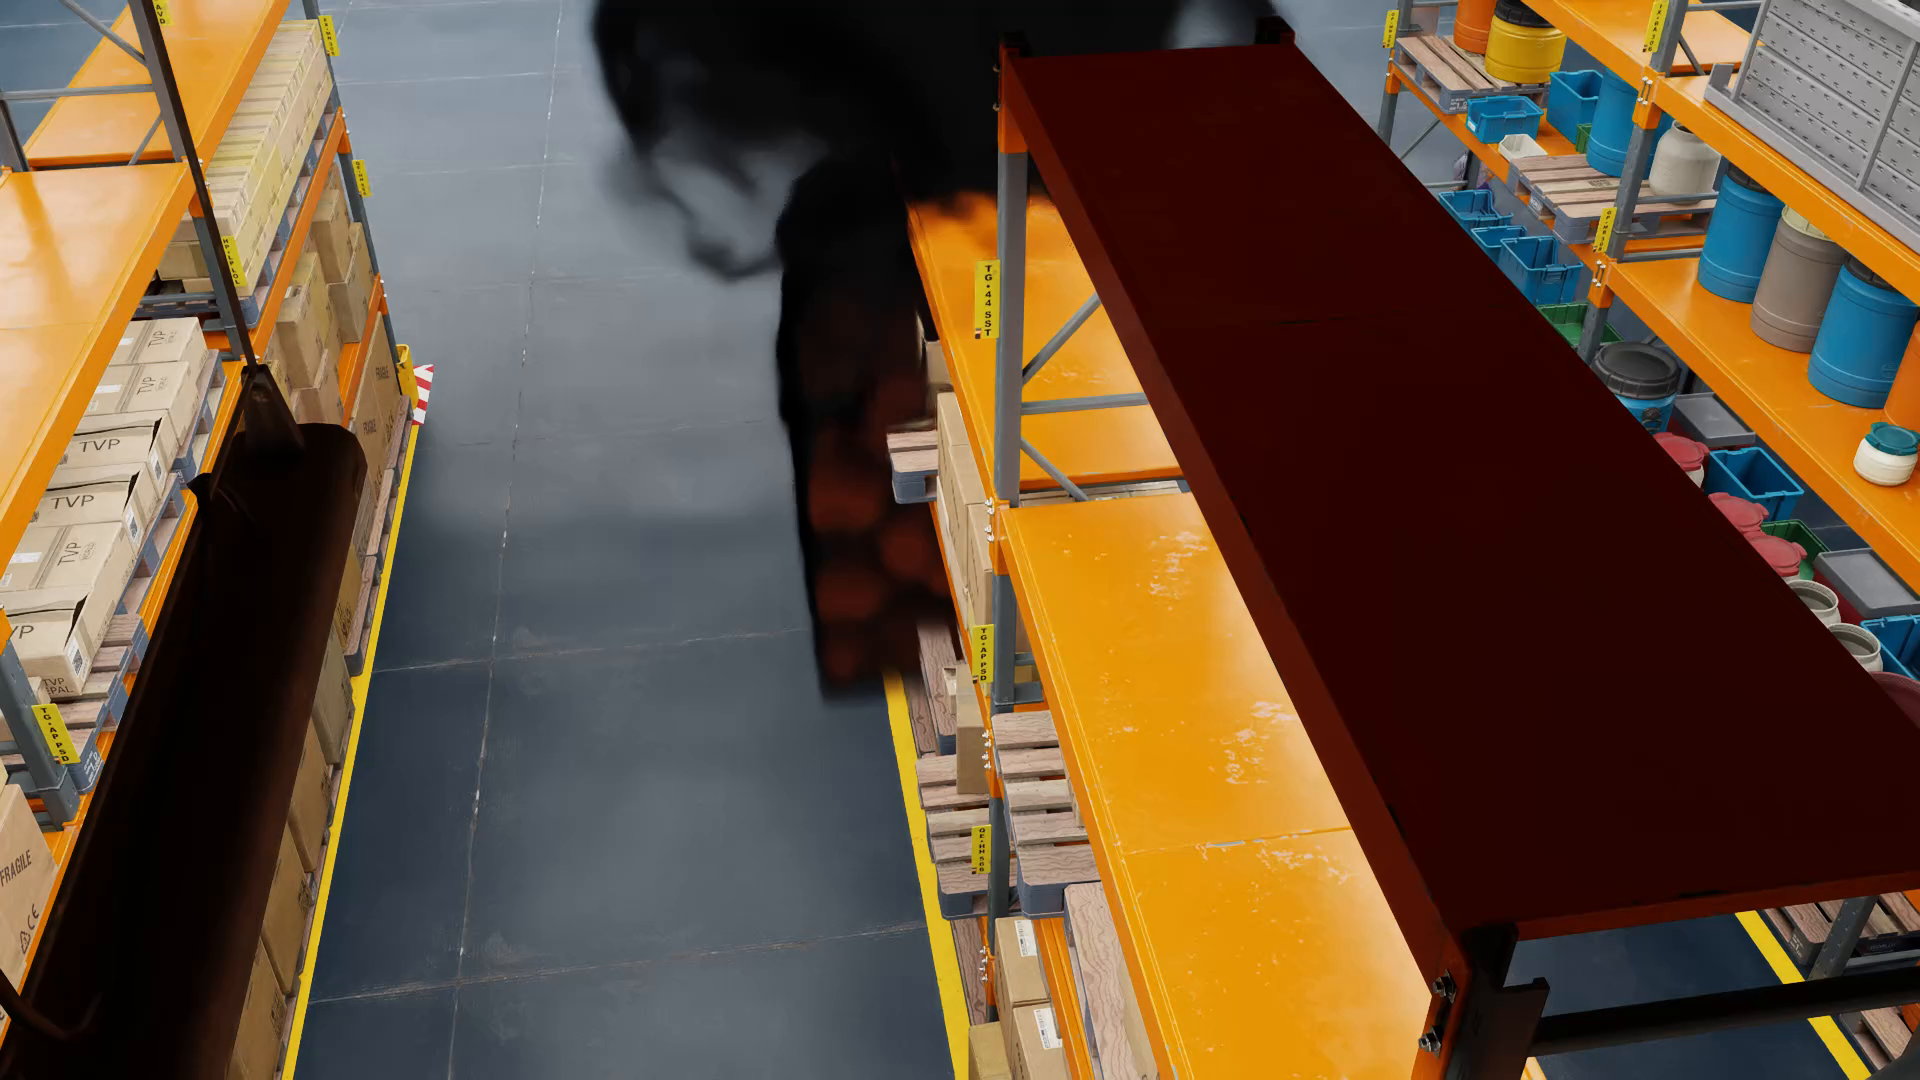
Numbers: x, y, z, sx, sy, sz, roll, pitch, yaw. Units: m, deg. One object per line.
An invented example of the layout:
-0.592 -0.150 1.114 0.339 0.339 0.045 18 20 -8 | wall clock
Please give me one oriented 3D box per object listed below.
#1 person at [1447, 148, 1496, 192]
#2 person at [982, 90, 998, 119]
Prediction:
5.101 -3.364 16.543 0.645 1.598 0.596 -24 43 -29 | person
0.615 -4.421 18.065 0.813 1.725 0.636 14 39 18 | person
